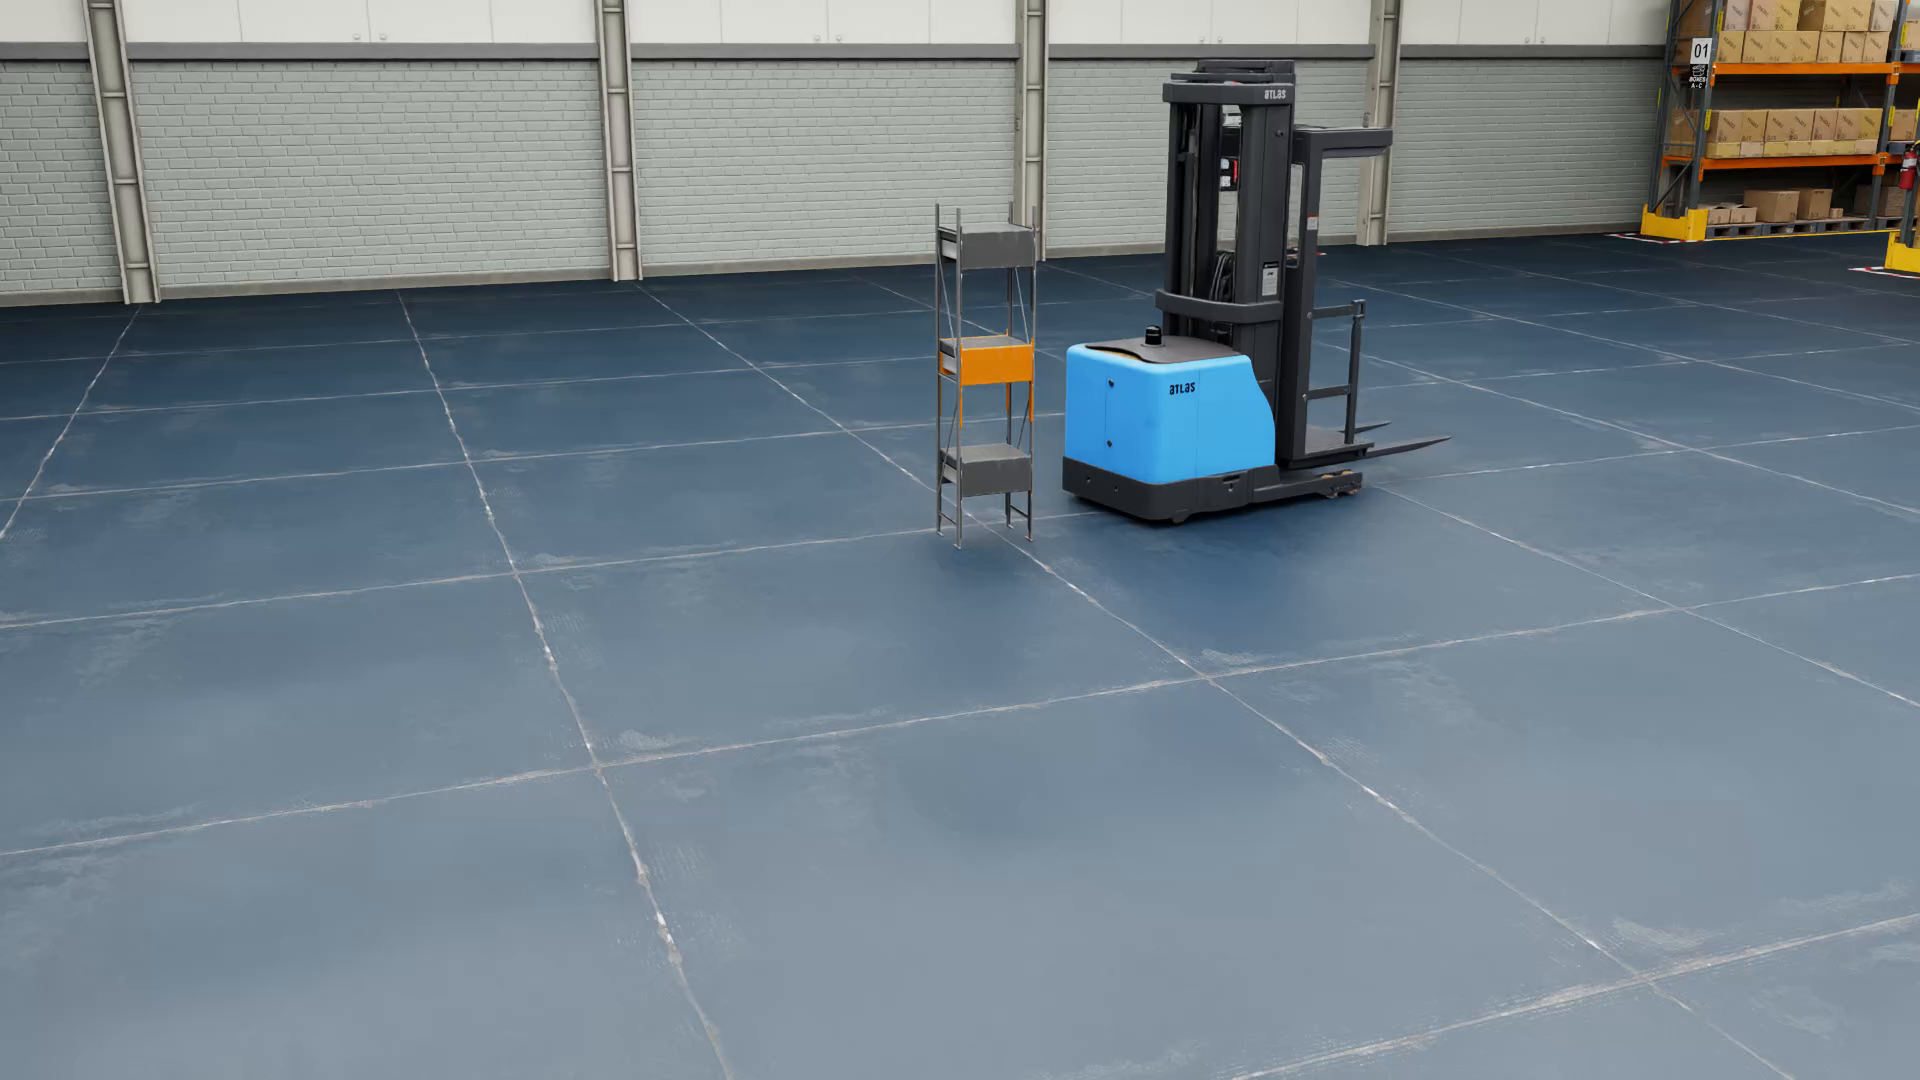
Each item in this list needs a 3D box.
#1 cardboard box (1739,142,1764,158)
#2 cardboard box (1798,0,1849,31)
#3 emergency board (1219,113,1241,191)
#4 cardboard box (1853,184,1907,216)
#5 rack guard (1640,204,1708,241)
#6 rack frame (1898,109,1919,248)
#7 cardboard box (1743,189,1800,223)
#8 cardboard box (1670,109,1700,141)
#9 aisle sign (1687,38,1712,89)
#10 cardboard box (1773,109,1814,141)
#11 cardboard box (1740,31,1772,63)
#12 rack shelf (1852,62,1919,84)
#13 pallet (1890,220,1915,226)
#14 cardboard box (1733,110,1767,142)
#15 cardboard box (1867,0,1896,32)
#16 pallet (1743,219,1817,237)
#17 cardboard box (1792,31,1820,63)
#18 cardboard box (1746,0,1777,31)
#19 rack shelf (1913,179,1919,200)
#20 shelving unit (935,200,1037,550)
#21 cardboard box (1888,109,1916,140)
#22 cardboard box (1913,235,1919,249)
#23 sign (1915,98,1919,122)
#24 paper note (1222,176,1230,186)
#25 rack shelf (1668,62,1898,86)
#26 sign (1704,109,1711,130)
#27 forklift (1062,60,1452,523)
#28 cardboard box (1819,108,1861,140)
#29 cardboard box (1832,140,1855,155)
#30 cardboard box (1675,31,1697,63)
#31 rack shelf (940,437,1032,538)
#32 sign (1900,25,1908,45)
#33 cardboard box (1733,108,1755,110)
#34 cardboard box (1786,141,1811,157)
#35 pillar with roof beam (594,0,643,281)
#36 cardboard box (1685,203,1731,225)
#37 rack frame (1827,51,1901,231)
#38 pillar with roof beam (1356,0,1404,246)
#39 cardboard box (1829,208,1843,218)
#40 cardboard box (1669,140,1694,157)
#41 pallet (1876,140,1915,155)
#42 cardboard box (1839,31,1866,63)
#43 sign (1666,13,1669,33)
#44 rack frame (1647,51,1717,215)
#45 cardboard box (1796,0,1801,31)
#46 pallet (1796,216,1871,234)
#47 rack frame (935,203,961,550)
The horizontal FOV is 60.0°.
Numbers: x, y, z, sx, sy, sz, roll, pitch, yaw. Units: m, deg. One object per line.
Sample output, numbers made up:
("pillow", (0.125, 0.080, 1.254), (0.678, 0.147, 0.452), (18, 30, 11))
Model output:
("cardboard box", (12.947, -6.487, 27.597), (0.500, 0.250, 0.500), (-7, 18, -22))
("cardboard box", (14.270, -8.673, 27.496), (0.500, 0.500, 0.500), (-7, 18, -22))
("emergency board", (4.318, -5.982, 25.646), (0.643, 1.169, 0.194), (-6, 17, -20))
("cardboard box", (16.314, -6.022, 29.436), (0.500, 0.500, 0.700), (-6, 17, -18))
("rack guard", (11.969, -5.336, 27.883), (0.348, 0.500, 1.175), (-6, 17, -20))
("rack frame", (13.674, -5.225, 23.068), (0.127, 3.000, 1.000), (-6, 17, -20))
("cardboard box", (13.811, -5.704, 28.355), (0.500, 0.500, 0.700), (-7, 18, -24))
("cardboard box", (12.262, -6.929, 27.770), (0.500, 0.500, 0.500), (-6, 18, -21))
("aisle sign", (11.938, -7.689, 26.845), (0.004, 0.787, 0.394), (-6, 17, -20))
("cardboard box", (13.879, -6.947, 27.832), (0.500, 0.500, 0.500), (-6, 17, -18))
("cardboard box", (12.814, -8.038, 27.108), (0.500, 0.500, 0.500), (-5, 17, -16))
("rack shelf", (17.501, -8.227, 29.243), (4.000, 0.370, 1.077), (-6, 17, -20))
("pallet", (17.501, -5.796, 29.962), (1.213, 0.211, 1.003), (-6, 17, -20))
("cardboard box", (12.916, -6.842, 27.473), (0.500, 0.500, 0.500), (-6, 17, -20))
("cardboard box", (15.262, -8.786, 27.883), (0.500, 0.500, 0.500), (-8, 18, -25))
("pallet", (13.877, -5.392, 28.586), (1.213, 0.211, 1.003), (-6, 17, -20))
("cardboard box", (13.790, -8.151, 27.493), (0.500, 0.500, 0.500), (-5, 17, -17))
("cardboard box", (12.831, -8.517, 26.966), (0.500, 0.500, 0.500), (-6, 18, -21))
("rack shelf", (15.541, -5.082, 23.856), (4.000, 0.370, 1.077), (-6, 17, -20))
("shelving unit", (0.155, -1.024, 10.359), (0.503, 2.100, 0.431), (-6, 17, -20))
("cardboard box", (16.120, -7.233, 28.946), (0.500, 0.500, 0.700), (-6, 17, -20))
("cardboard box", (14.069, -4.239, 23.845), (0.500, 0.250, 0.500), (-6, 17, -20))
("sign", (13.493, -6.038, 23.362), (0.005, 0.325, 0.100), (-6, 17, -20))
("paper note", (4.128, -5.560, 25.771), (0.142, 0.148, 0.016), (-6, 17, -20))
("rack shelf", (13.765, -7.824, 27.870), (4.000, 0.370, 1.077), (-6, 17, -20))
("sign", (12.092, -6.801, 26.897), (0.005, 0.325, 0.100), (-6, 17, -20))
("forklift", (2.227, -1.810, 11.559), (3.031, 2.935, 1.130), (-10, 19, -31))
("cardboard box", (14.838, -7.048, 28.175), (0.500, 0.500, 0.500), (-6, 17, -20))
("cardboard box", (14.831, -6.693, 28.298), (0.500, 0.250, 0.500), (-6, 17, -20))
("cardboard box", (12.197, -8.134, 27.435), (0.500, 0.500, 0.500), (-5, 17, -16))
("rack shelf", (0.155, -0.339, 10.560), (0.480, 0.518, 0.431), (-6, 17, -20))
("sign", (15.834, -8.477, 27.899), (0.005, 0.325, 0.100), (-6, 17, -20))
("cardboard box", (13.217, -7.030, 28.115), (0.500, 0.500, 0.500), (-7, 18, -22))
("cardboard box", (13.898, -6.588, 27.938), (0.500, 0.250, 0.500), (-6, 17, -20))
("pillar with roof beam", (-3.026, -6.757, 17.638), (0.400, 9.000, 9.100), (-6, 17, -20))
("cardboard box", (12.576, -5.495, 27.978), (0.500, 0.311, 0.500), (-8, 18, -26))
("rack frame", (15.633, -6.931, 28.878), (0.127, 3.000, 1.000), (-6, 17, -20))
("pillar with roof beam", (8.180, -7.967, 21.758), (0.400, 9.000, 9.100), (-6, 17, -20))
("cardboard box", (15.144, -5.721, 29.005), (0.250, 0.166, 0.380), (-9, 18, -27))
("cardboard box", (12.265, -6.564, 27.857), (0.500, 0.250, 0.500), (-6, 17, -19))
("pallet", (16.399, -6.878, 29.037), (1.213, 0.211, 1.003), (-6, 17, -20))
("cardboard box", (14.773, -8.265, 27.881), (0.500, 0.500, 0.500), (-8, 18, -25))
("sign", (11.718, -8.540, 27.461), (0.005, 0.325, 0.100), (-6, 17, -20))
("rack frame", (11.898, -6.528, 27.505), (0.127, 3.000, 1.000), (-6, 17, -20))
("cardboard box", (13.653, -8.767, 27.819), (0.500, 0.500, 0.500), (-6, 17, -20))
("pallet", (15.019, -5.516, 29.009), (1.213, 0.211, 1.003), (-6, 17, -20))
("rack frame", (-0.073, -1.000, 10.275), (0.015, 2.100, 0.400), (-6, 17, -20))
